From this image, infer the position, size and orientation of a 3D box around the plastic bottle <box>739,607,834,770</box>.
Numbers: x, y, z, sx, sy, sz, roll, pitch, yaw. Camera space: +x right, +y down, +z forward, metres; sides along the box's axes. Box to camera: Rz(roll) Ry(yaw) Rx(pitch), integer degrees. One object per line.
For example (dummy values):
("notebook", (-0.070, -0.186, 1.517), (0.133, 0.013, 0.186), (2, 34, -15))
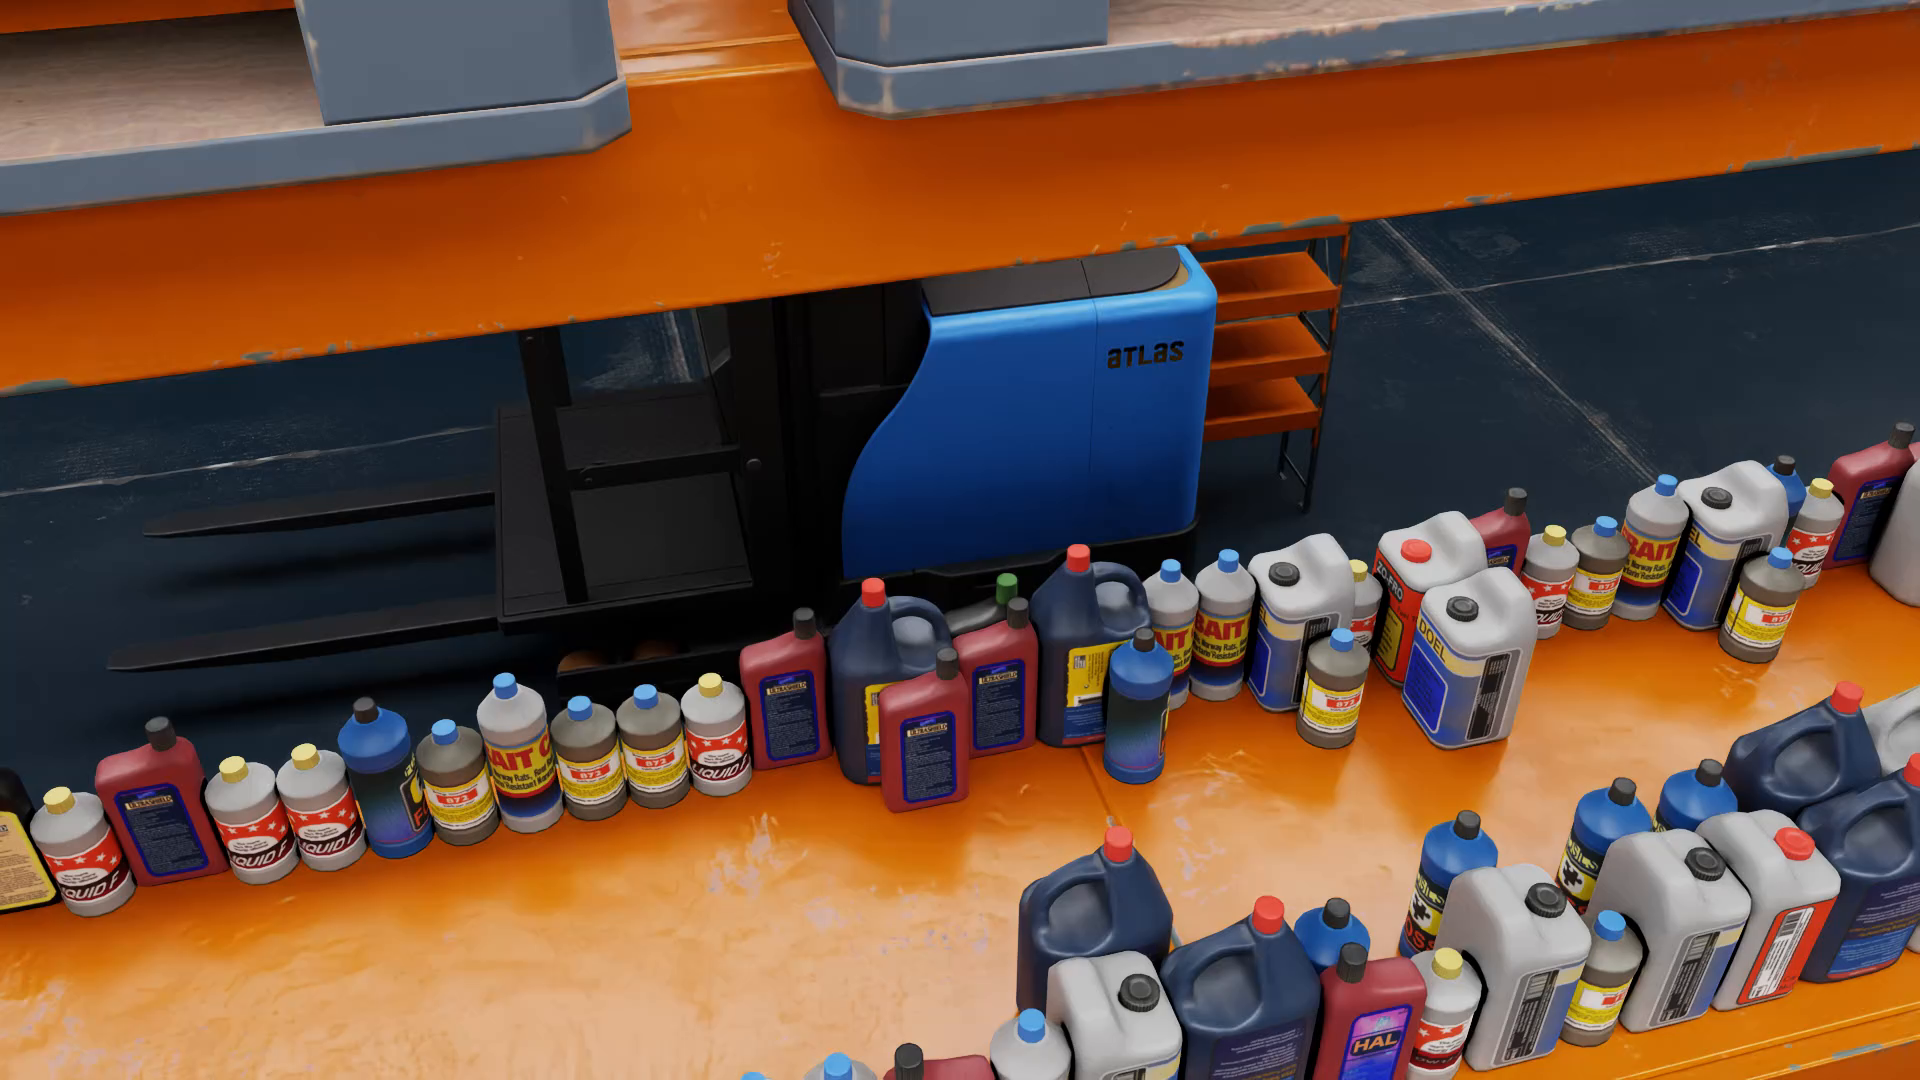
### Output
("plastic bottle", (-0.270, 0.230, 2.577), (0.133, 0.283, 0.061), (-9, 38, -12))

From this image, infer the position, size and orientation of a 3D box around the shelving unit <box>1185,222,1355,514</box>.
("shelving unit", (0.853, -0.599, 5.046), (0.503, 1.200, 0.258), (-8, 38, -10))

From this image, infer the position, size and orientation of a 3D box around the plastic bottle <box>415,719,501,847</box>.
("plastic bottle", (-0.752, 0.353, 2.484), (0.097, 0.201, 0.097), (0, 37, 0))

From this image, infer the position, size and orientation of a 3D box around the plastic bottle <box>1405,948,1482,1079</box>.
("plastic bottle", (0.615, 0.606, 2.152), (0.097, 0.201, 0.097), (0, 37, 0))

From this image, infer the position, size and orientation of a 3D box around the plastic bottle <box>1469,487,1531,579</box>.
("plastic bottle", (0.887, 0.040, 2.825), (0.133, 0.283, 0.061), (-9, 38, -12))

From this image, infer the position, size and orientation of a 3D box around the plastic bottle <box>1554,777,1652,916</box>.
("plastic bottle", (0.893, 0.437, 2.316), (0.097, 0.271, 0.097), (0, 37, 0))

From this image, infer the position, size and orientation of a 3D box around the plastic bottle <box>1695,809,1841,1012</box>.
("plastic bottle", (1.073, 0.484, 2.251), (0.135, 0.276, 0.152), (-9, 38, -12))

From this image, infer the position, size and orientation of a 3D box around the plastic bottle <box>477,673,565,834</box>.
("plastic bottle", (-0.658, 0.310, 2.482), (0.097, 0.271, 0.097), (0, 37, 0))

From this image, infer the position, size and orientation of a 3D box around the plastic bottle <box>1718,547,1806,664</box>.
("plastic bottle", (1.360, 0.102, 2.811), (0.097, 0.201, 0.097), (0, 37, 0))

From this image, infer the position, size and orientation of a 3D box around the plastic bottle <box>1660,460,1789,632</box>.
("plastic bottle", (1.310, 0.002, 2.881), (0.135, 0.276, 0.152), (-9, 38, -12))

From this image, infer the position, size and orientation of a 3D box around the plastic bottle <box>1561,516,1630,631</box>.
("plastic bottle", (1.097, 0.049, 2.880), (0.097, 0.201, 0.097), (0, 37, 0))

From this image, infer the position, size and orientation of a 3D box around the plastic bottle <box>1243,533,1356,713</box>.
("plastic bottle", (0.545, 0.127, 2.717), (0.135, 0.276, 0.152), (-9, 38, -12))

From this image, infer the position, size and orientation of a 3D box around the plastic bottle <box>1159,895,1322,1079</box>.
("plastic bottle", (0.344, 0.577, 2.068), (0.185, 0.351, 0.144), (-9, 38, -12))

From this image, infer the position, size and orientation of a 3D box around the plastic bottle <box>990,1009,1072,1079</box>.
("plastic bottle", (0.084, 0.665, 2.017), (0.097, 0.271, 0.097), (0, 37, 0))

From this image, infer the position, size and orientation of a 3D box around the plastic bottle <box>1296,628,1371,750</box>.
("plastic bottle", (0.596, 0.227, 2.648), (0.097, 0.201, 0.097), (0, 37, 0))

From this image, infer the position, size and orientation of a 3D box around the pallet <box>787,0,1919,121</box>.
("pallet", (0.384, -0.709, 1.394), (1.213, 0.211, 1.003), (-9, 38, -12))

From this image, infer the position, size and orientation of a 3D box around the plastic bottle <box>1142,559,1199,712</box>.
("plastic bottle", (0.332, 0.147, 2.695), (0.097, 0.271, 0.097), (0, 37, 0))

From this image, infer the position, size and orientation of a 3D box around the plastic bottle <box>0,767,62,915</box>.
("plastic bottle", (-1.373, 0.411, 2.340), (0.133, 0.283, 0.061), (-9, 38, -12))

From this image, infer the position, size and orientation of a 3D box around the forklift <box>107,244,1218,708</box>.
("forklift", (-0.877, -1.048, 4.208), (3.031, 2.935, 1.130), (-8, 38, -10))

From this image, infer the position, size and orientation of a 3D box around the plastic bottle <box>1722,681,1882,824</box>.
("plastic bottle", (1.191, 0.347, 2.368), (0.185, 0.351, 0.144), (-9, 38, -12))

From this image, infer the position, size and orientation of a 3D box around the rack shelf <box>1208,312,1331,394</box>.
("rack shelf", (0.853, -0.546, 5.087), (0.480, 0.148, 0.258), (-8, 38, -10))

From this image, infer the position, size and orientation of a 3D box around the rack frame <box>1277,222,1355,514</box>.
("rack frame", (1.091, -0.633, 5.090), (0.015, 1.200, 0.240), (-8, 38, -10))

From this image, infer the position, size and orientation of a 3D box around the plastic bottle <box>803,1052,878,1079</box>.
("plastic bottle", (-0.139, 0.702, 1.969), (0.097, 0.271, 0.097), (0, 37, 0))

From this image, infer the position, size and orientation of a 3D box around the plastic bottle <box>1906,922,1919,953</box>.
("plastic bottle", (1.407, 0.402, 2.296), (0.185, 0.351, 0.144), (-9, 38, -12))

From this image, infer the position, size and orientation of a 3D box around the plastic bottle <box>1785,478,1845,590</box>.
("plastic bottle", (1.509, -0.018, 2.968), (0.097, 0.201, 0.097), (0, 37, 0))

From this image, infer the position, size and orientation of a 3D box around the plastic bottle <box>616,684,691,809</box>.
("plastic bottle", (-0.470, 0.307, 2.544), (0.097, 0.201, 0.097), (0, 37, 0))

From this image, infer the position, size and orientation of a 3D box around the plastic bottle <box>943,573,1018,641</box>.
("plastic bottle", (0.038, 0.179, 2.643), (0.133, 0.283, 0.061), (-9, 38, -12))

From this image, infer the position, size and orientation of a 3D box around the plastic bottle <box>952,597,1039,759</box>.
("plastic bottle", (0.053, 0.215, 2.596), (0.133, 0.283, 0.061), (-9, 38, -12))

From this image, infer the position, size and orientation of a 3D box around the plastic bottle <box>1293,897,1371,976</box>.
("plastic bottle", (0.470, 0.564, 2.150), (0.097, 0.271, 0.097), (0, 37, 0))

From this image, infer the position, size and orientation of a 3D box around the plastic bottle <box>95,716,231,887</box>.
("plastic bottle", (-1.150, 0.374, 2.388), (0.133, 0.283, 0.061), (-9, 38, -12))

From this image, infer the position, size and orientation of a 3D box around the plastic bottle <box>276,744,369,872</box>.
("plastic bottle", (-0.940, 0.384, 2.443), (0.097, 0.201, 0.097), (0, 37, 0))

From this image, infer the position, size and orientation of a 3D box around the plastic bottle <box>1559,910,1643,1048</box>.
("plastic bottle", (0.839, 0.569, 2.200), (0.097, 0.201, 0.097), (0, 37, 0))

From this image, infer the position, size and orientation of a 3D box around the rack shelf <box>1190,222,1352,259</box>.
("rack shelf", (0.853, -0.911, 4.807), (0.480, 0.148, 0.258), (-8, 38, -10))

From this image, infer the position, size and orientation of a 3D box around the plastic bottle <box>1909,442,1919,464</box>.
("plastic bottle", (1.744, -0.101, 3.009), (0.133, 0.283, 0.061), (-9, 38, -12))
